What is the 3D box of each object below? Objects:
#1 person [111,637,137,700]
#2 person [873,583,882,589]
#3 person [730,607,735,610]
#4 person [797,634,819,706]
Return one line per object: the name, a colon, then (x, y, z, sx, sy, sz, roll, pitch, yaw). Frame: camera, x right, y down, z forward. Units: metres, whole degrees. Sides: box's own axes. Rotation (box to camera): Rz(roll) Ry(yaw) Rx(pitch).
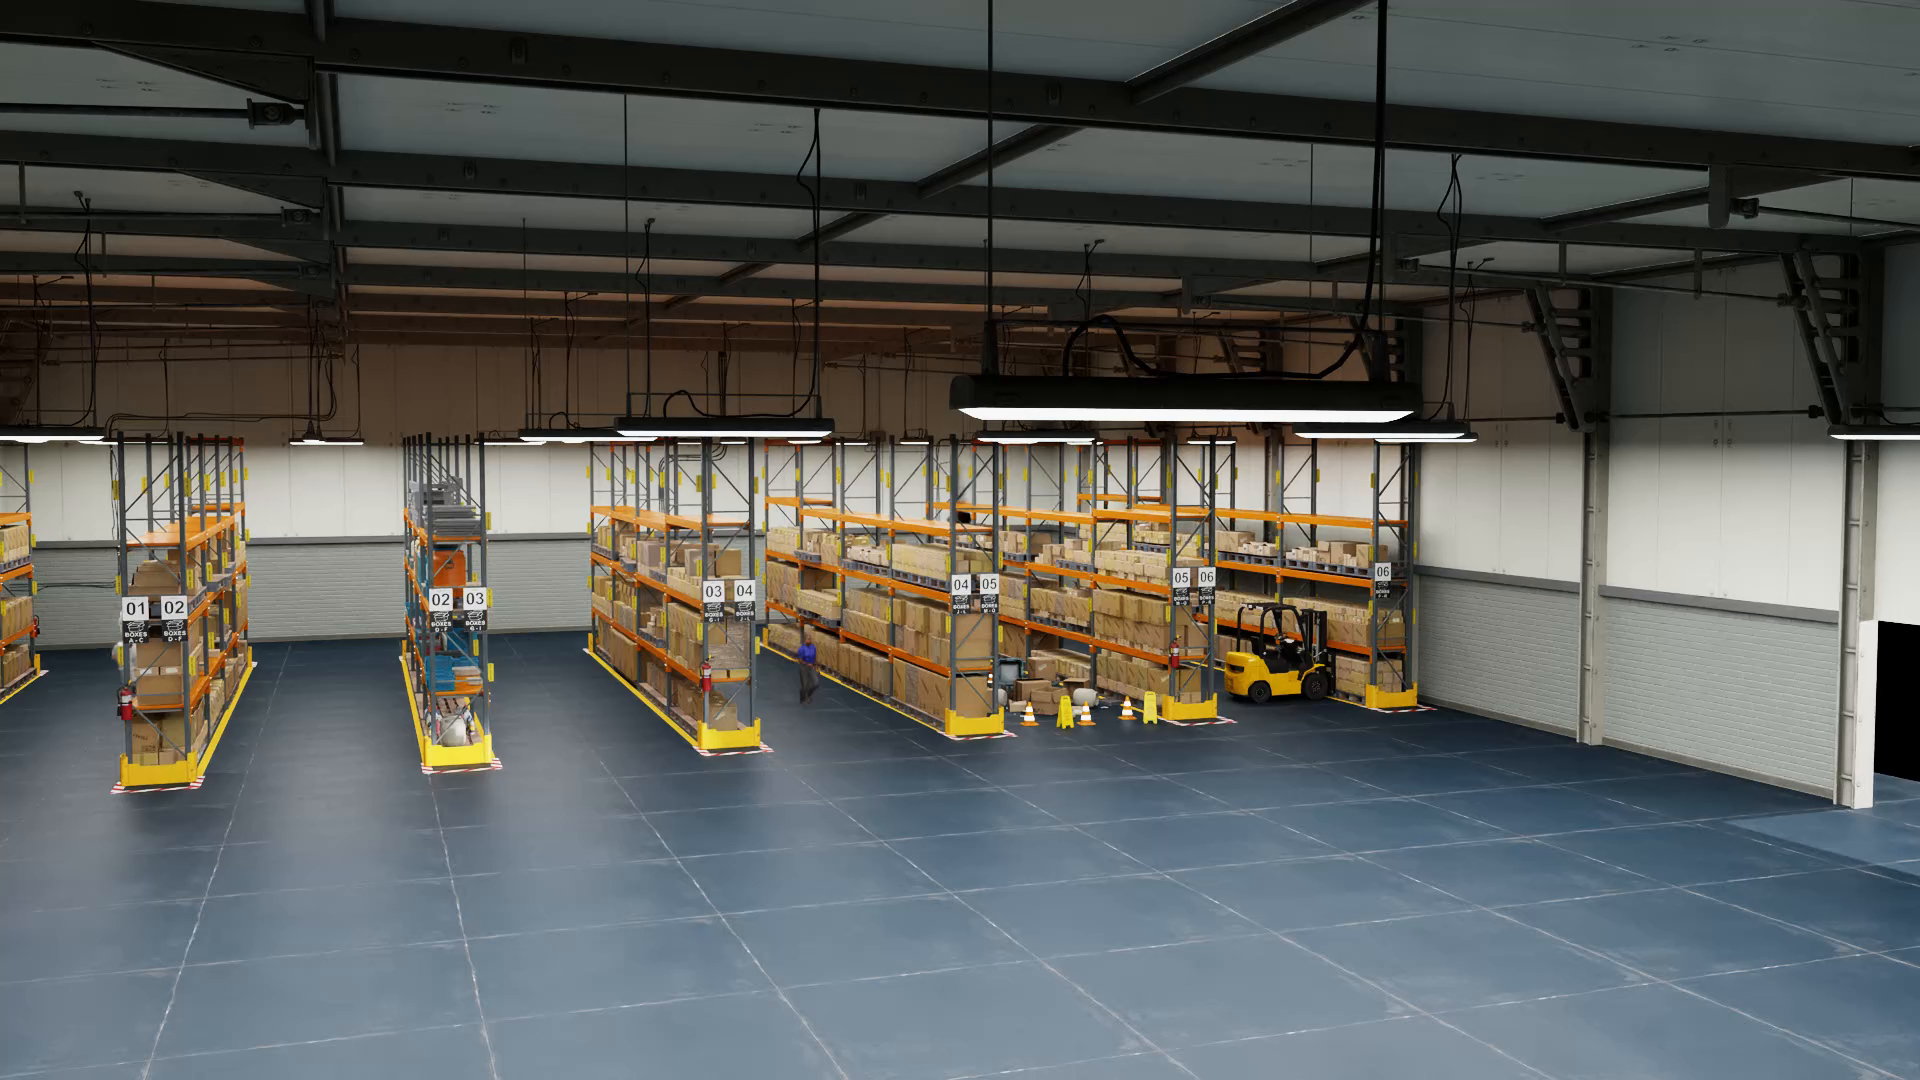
person: (-18.126, 2.826, 36.296, 0.659, 1.695, 0.871, -1, 3, -13)
person: (-2.469, 1.875, 50.907, 0.798, 1.661, 0.471, -2, 4, -31)
person: (-6.335, 2.254, 47.314, 0.653, 1.703, 0.877, -1, 3, -19)
person: (-3.331, 2.883, 36.727, 0.551, 1.597, 0.664, -2, 4, -35)
